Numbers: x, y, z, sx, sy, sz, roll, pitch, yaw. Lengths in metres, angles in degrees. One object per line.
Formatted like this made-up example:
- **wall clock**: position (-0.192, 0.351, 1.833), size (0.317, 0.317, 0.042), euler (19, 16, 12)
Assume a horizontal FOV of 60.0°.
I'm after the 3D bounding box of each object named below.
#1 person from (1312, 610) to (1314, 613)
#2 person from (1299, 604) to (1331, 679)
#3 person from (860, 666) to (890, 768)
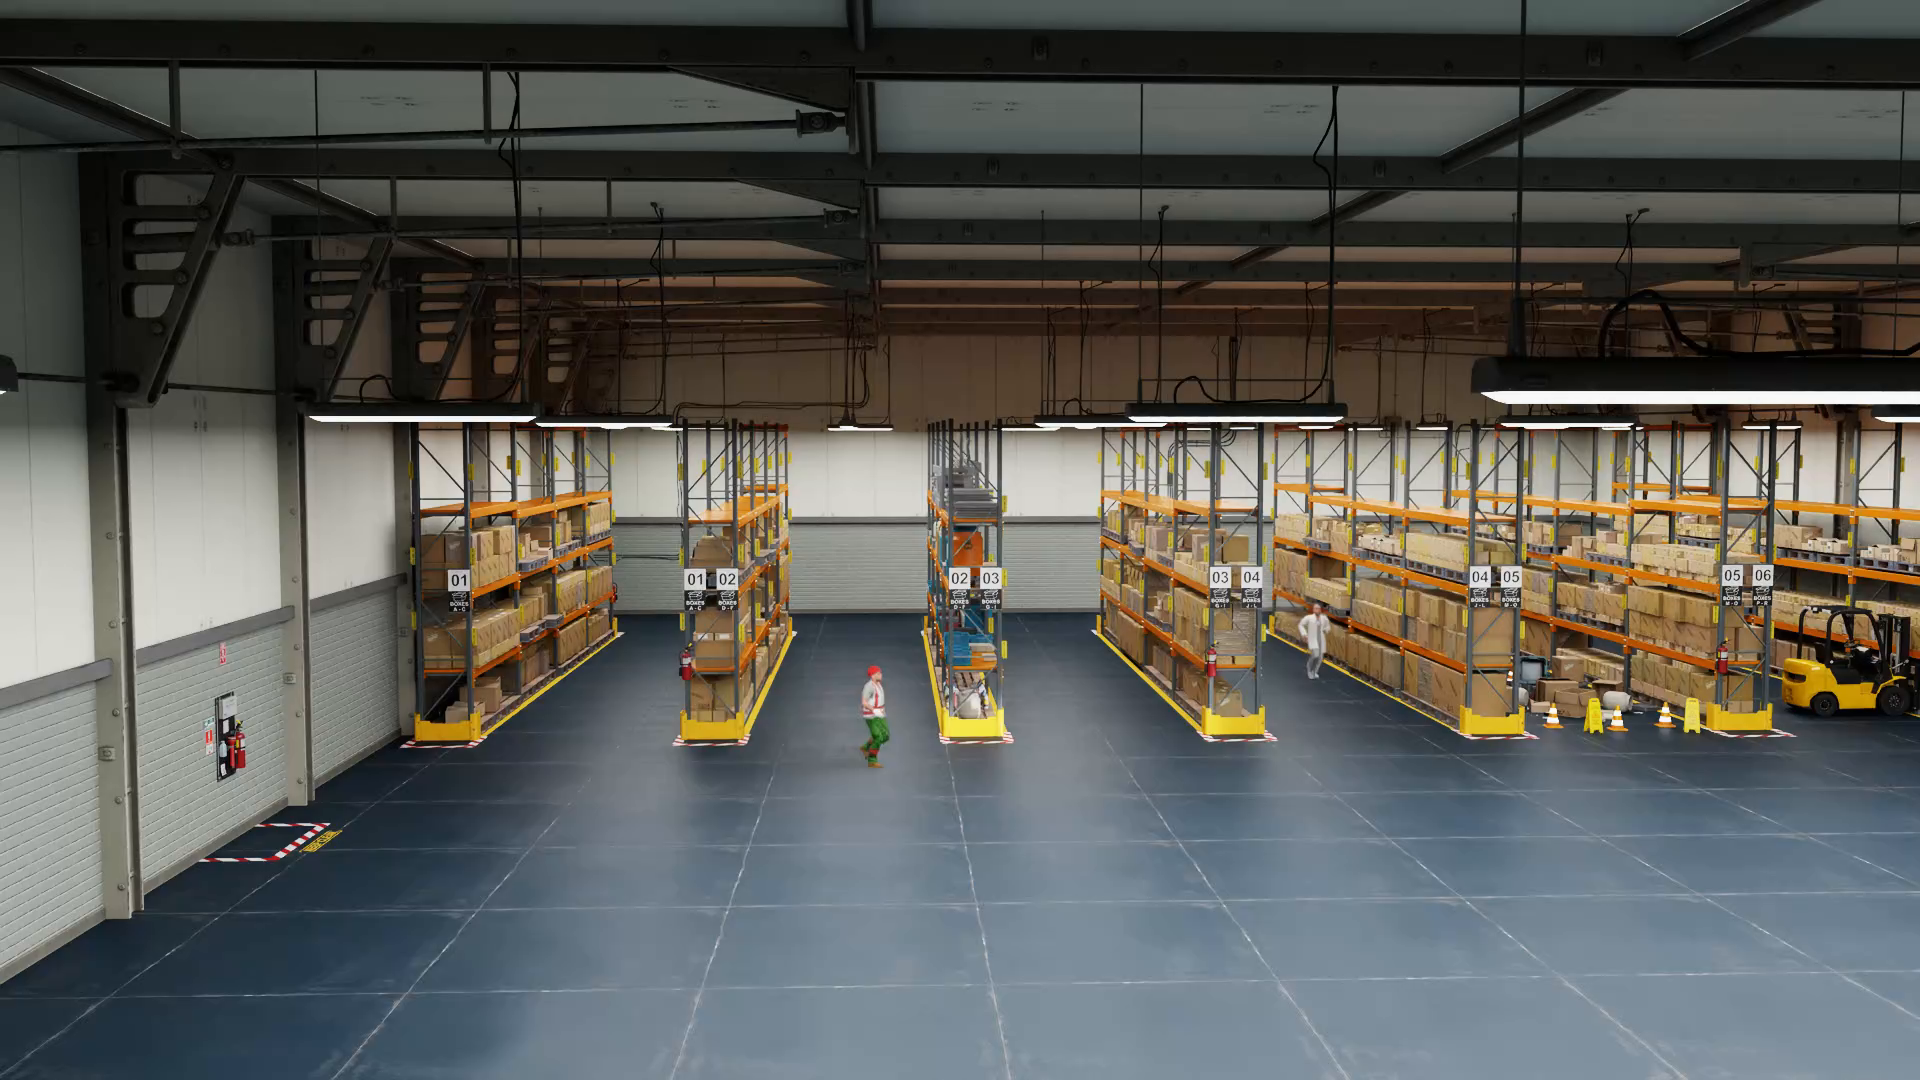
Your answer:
- **person**: position (10.394, 1.811, 48.753), size (0.653, 1.632, 0.684), euler (-2, 4, -33)
- **person**: position (8.274, 2.363, 38.558), size (0.682, 1.738, 0.707), euler (-1, 4, -10)
- **person**: position (-1.494, 3.027, 28.502), size (0.586, 1.752, 0.672), euler (1, 4, 21)
